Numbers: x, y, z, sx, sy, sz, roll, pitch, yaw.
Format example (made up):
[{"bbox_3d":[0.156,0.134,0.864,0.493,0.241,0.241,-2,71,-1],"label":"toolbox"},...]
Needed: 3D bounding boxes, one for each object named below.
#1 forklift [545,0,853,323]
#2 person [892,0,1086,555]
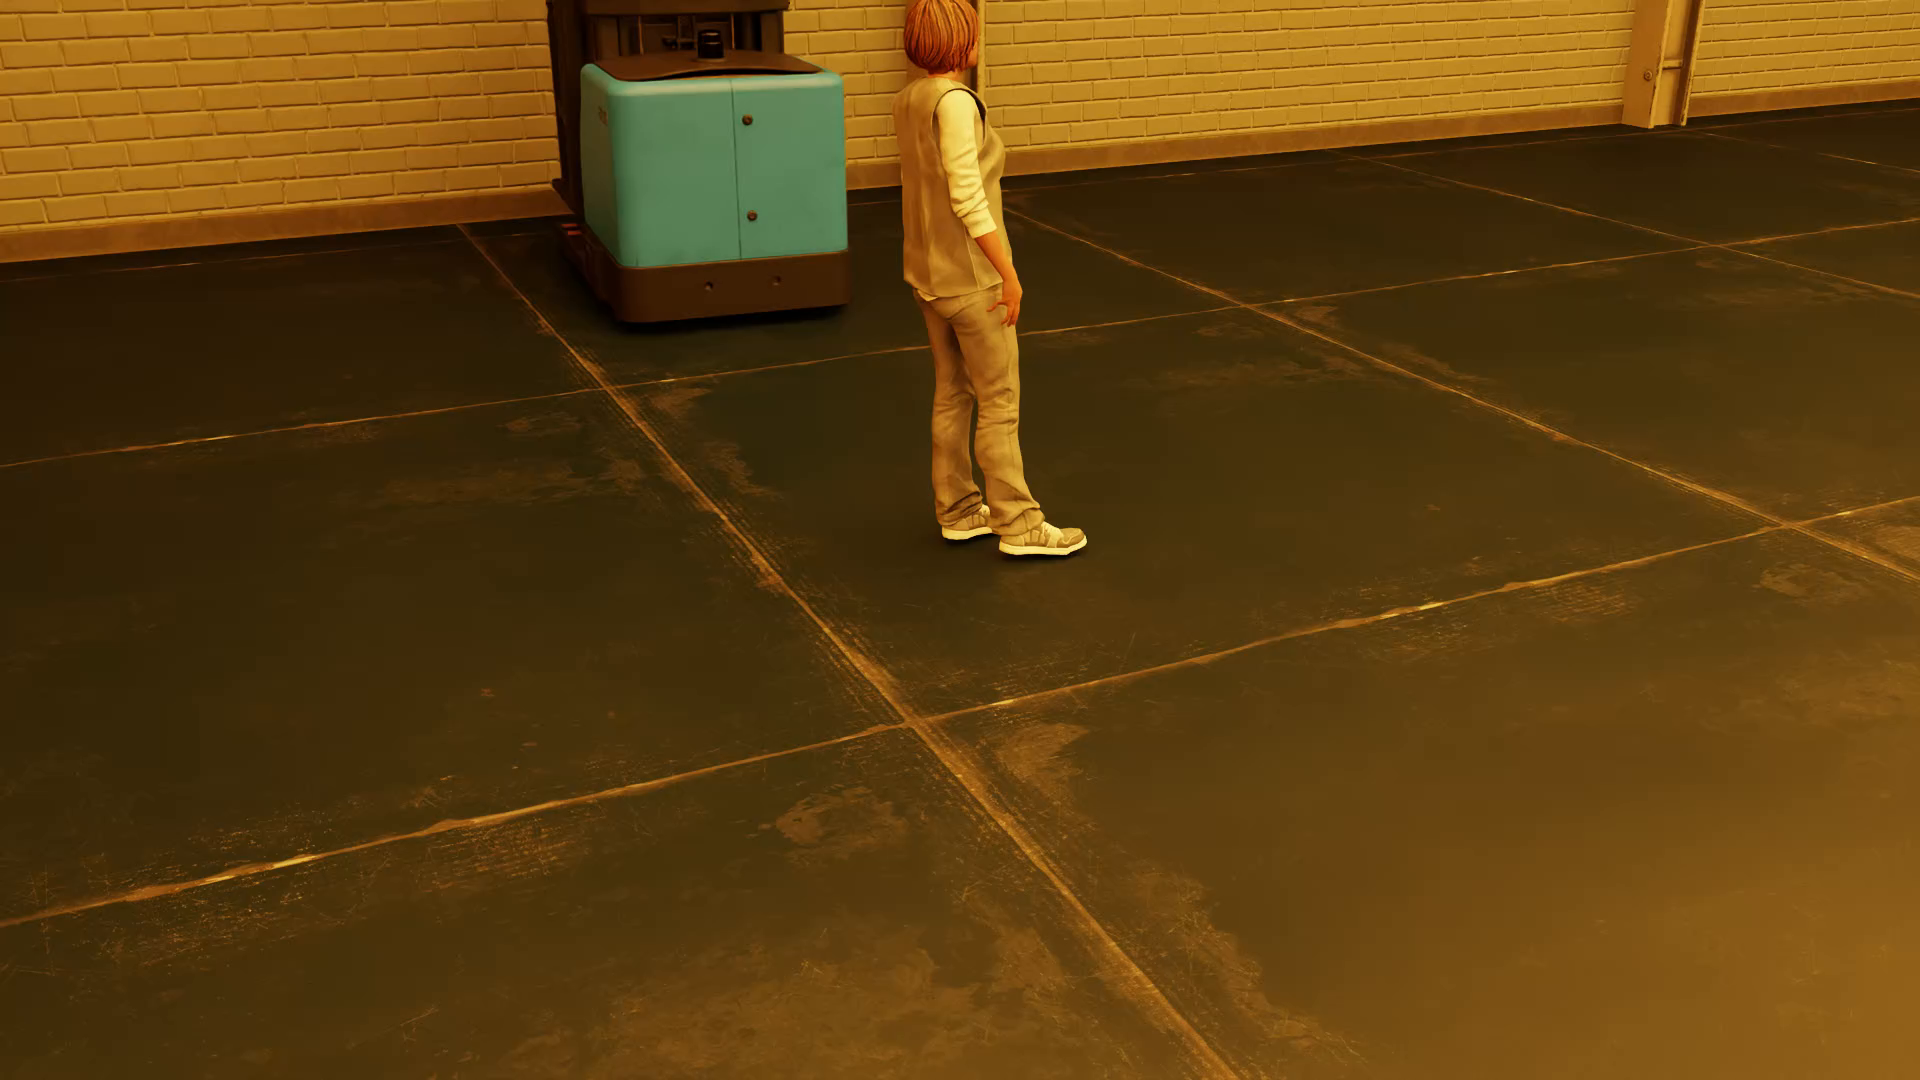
[{"bbox_3d":[-1.475,-2.824,8.085,1.130,2.935,3.031,-8,24,-19],"label":"forklift"},{"bbox_3d":[0.073,-0.742,4.820,0.473,1.577,0.521,-10,25,-23],"label":"person"}]
